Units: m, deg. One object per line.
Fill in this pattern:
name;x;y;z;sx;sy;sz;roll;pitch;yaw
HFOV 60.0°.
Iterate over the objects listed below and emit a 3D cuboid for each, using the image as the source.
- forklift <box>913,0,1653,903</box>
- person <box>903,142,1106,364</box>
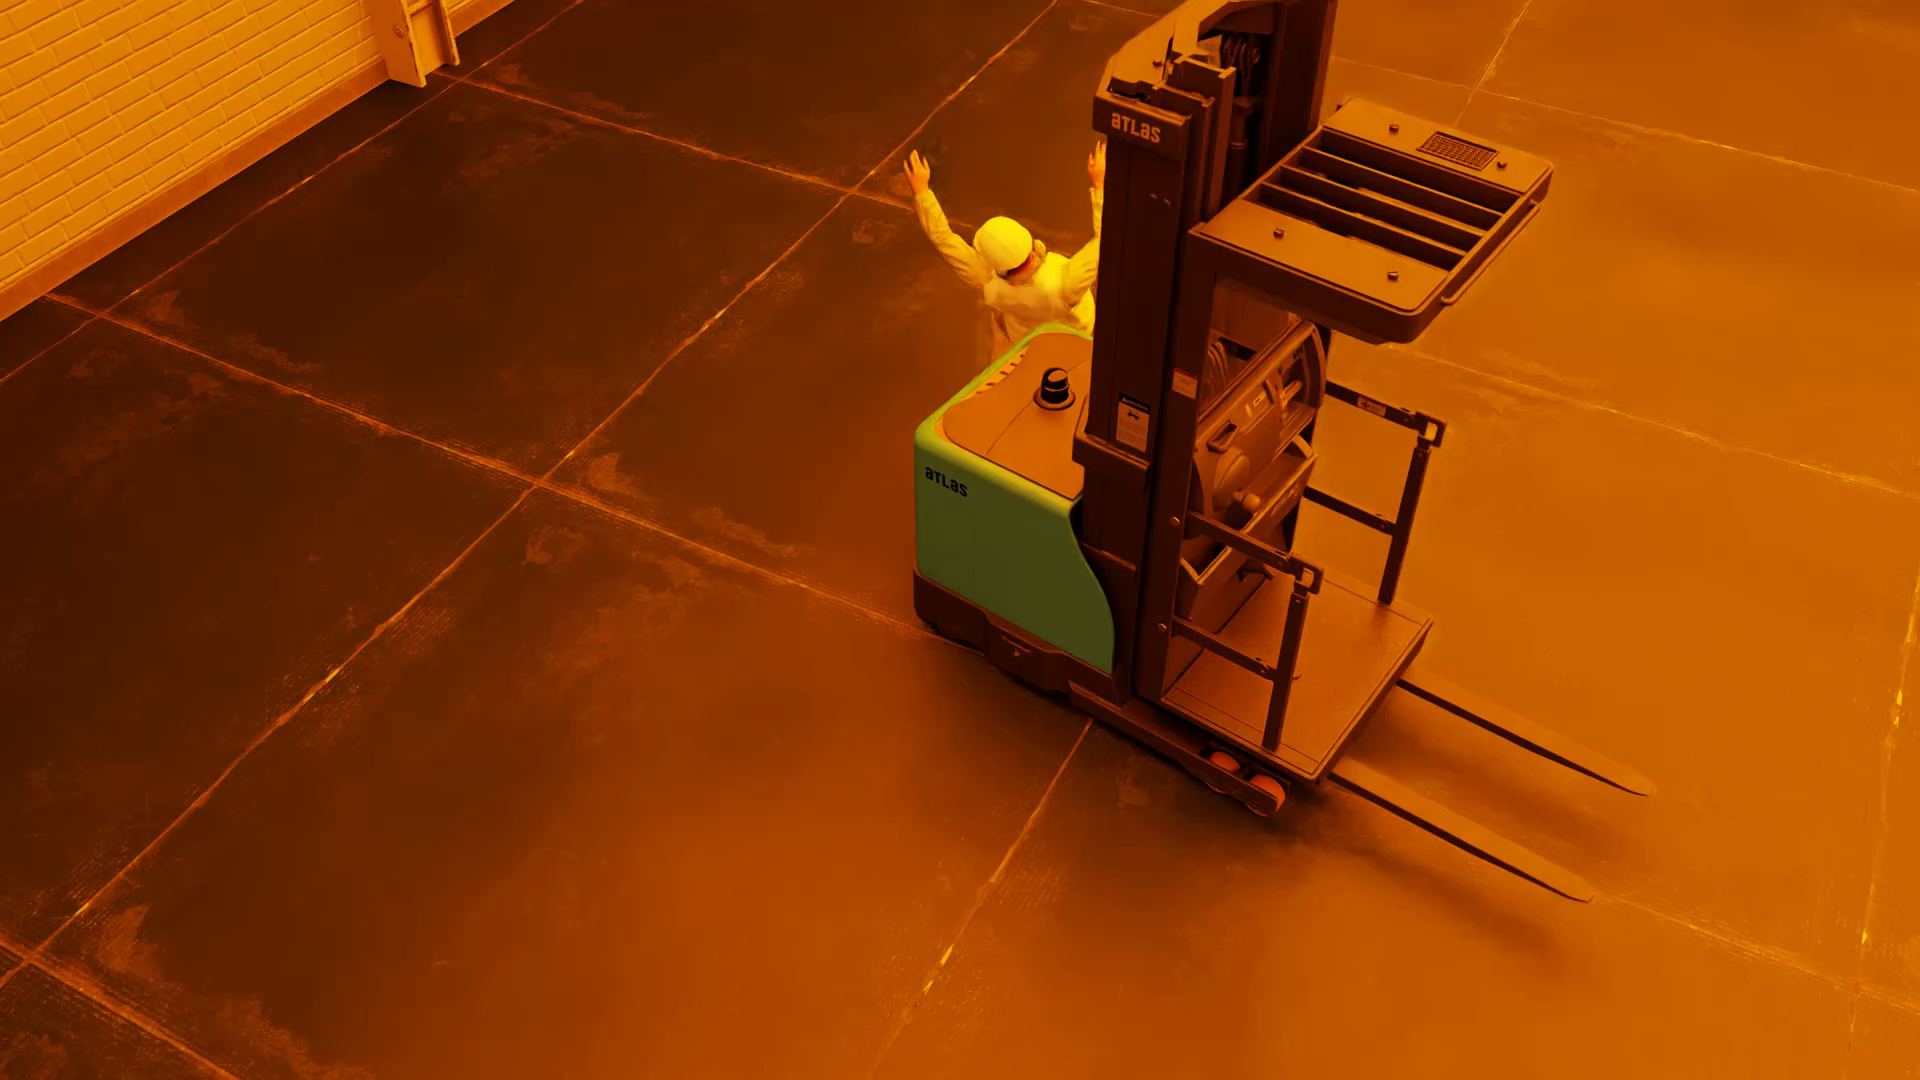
forklift;1.280;-0.386;6.064;3.031;2.935;1.130;27;50;26
person;0.230;-1.104;7.799;1.008;1.626;0.818;16;46;16
